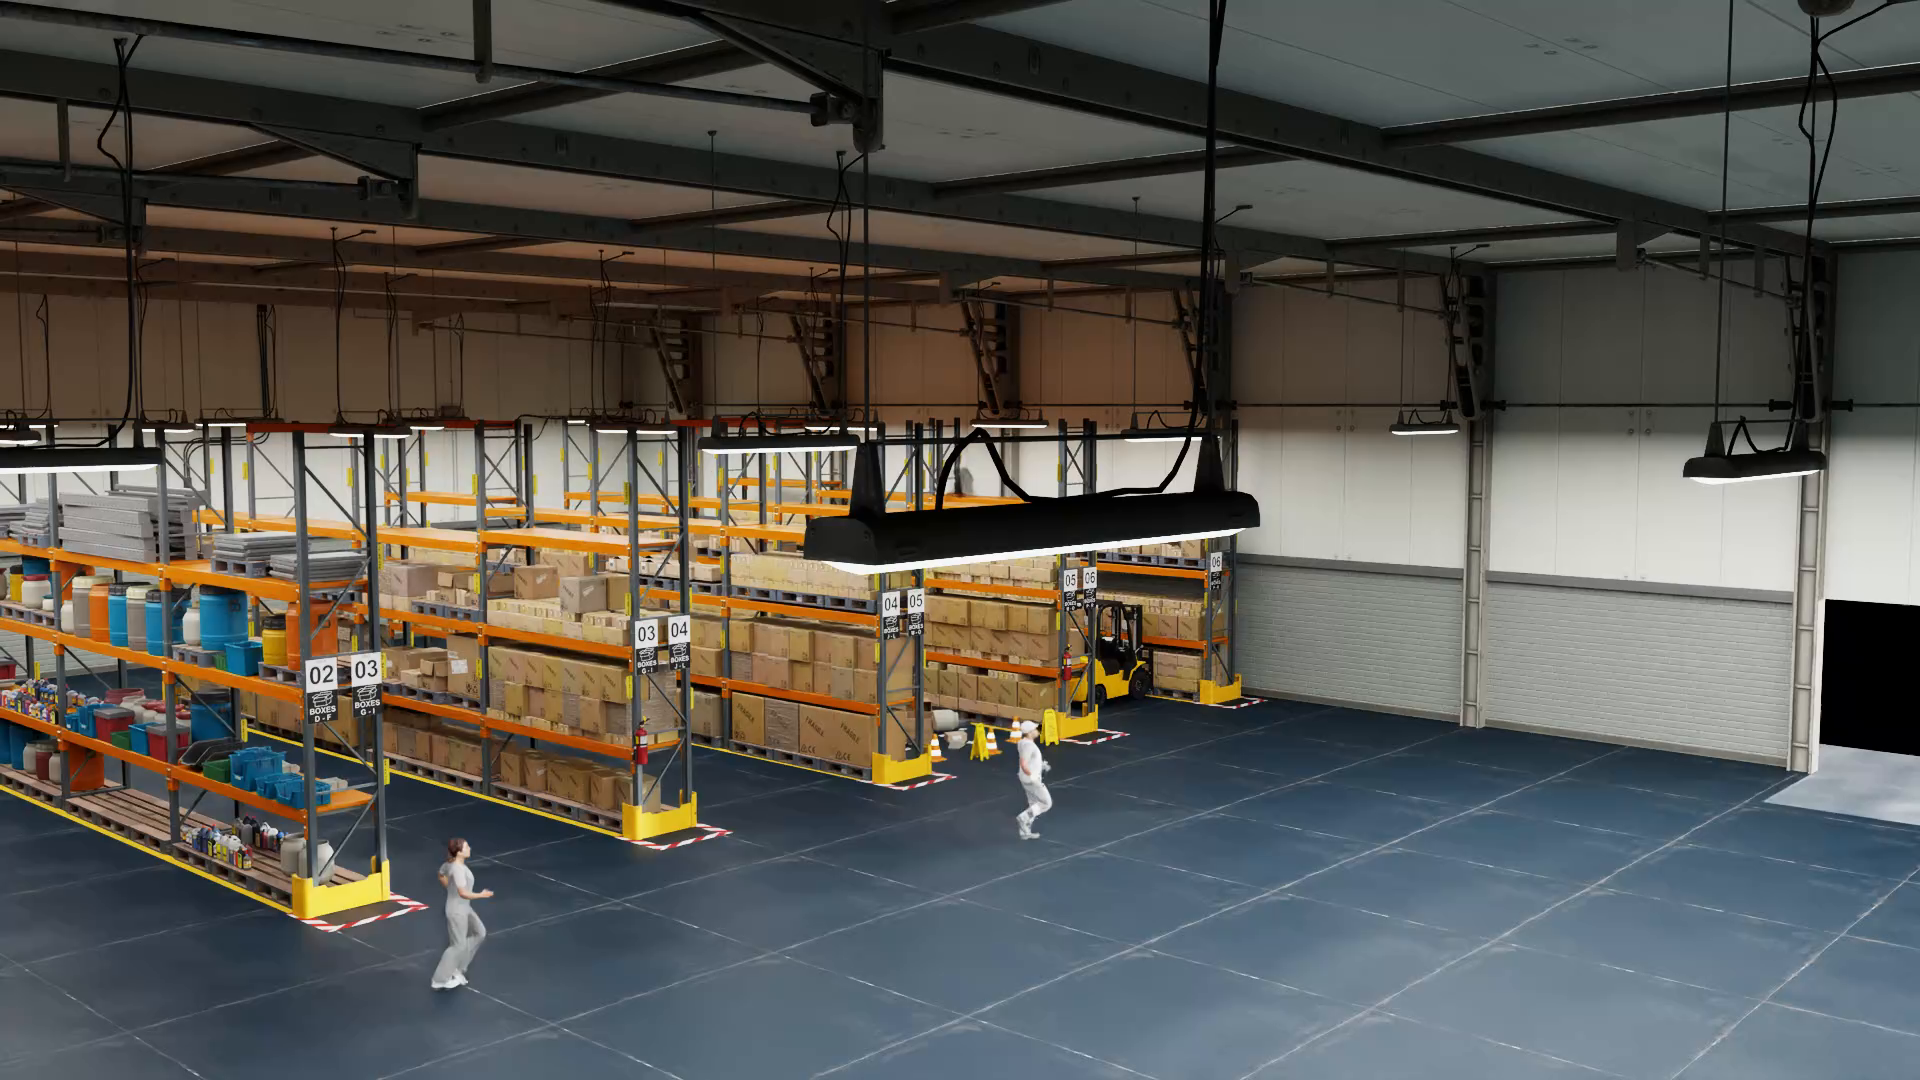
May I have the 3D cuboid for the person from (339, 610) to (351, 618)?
[{"bbox_3d":[-13.870,2.423,37.276,0.726,1.713,0.866,-1,5,-9],"label":"person"}]

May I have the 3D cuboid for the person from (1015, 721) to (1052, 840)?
[{"bbox_3d":[1.069,3.489,24.180,0.583,1.745,0.664,-1,5,-12],"label":"person"}]

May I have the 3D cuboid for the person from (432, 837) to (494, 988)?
[{"bbox_3d":[-5.395,4.035,18.009,0.665,1.678,0.592,-2,5,-19],"label":"person"}]
